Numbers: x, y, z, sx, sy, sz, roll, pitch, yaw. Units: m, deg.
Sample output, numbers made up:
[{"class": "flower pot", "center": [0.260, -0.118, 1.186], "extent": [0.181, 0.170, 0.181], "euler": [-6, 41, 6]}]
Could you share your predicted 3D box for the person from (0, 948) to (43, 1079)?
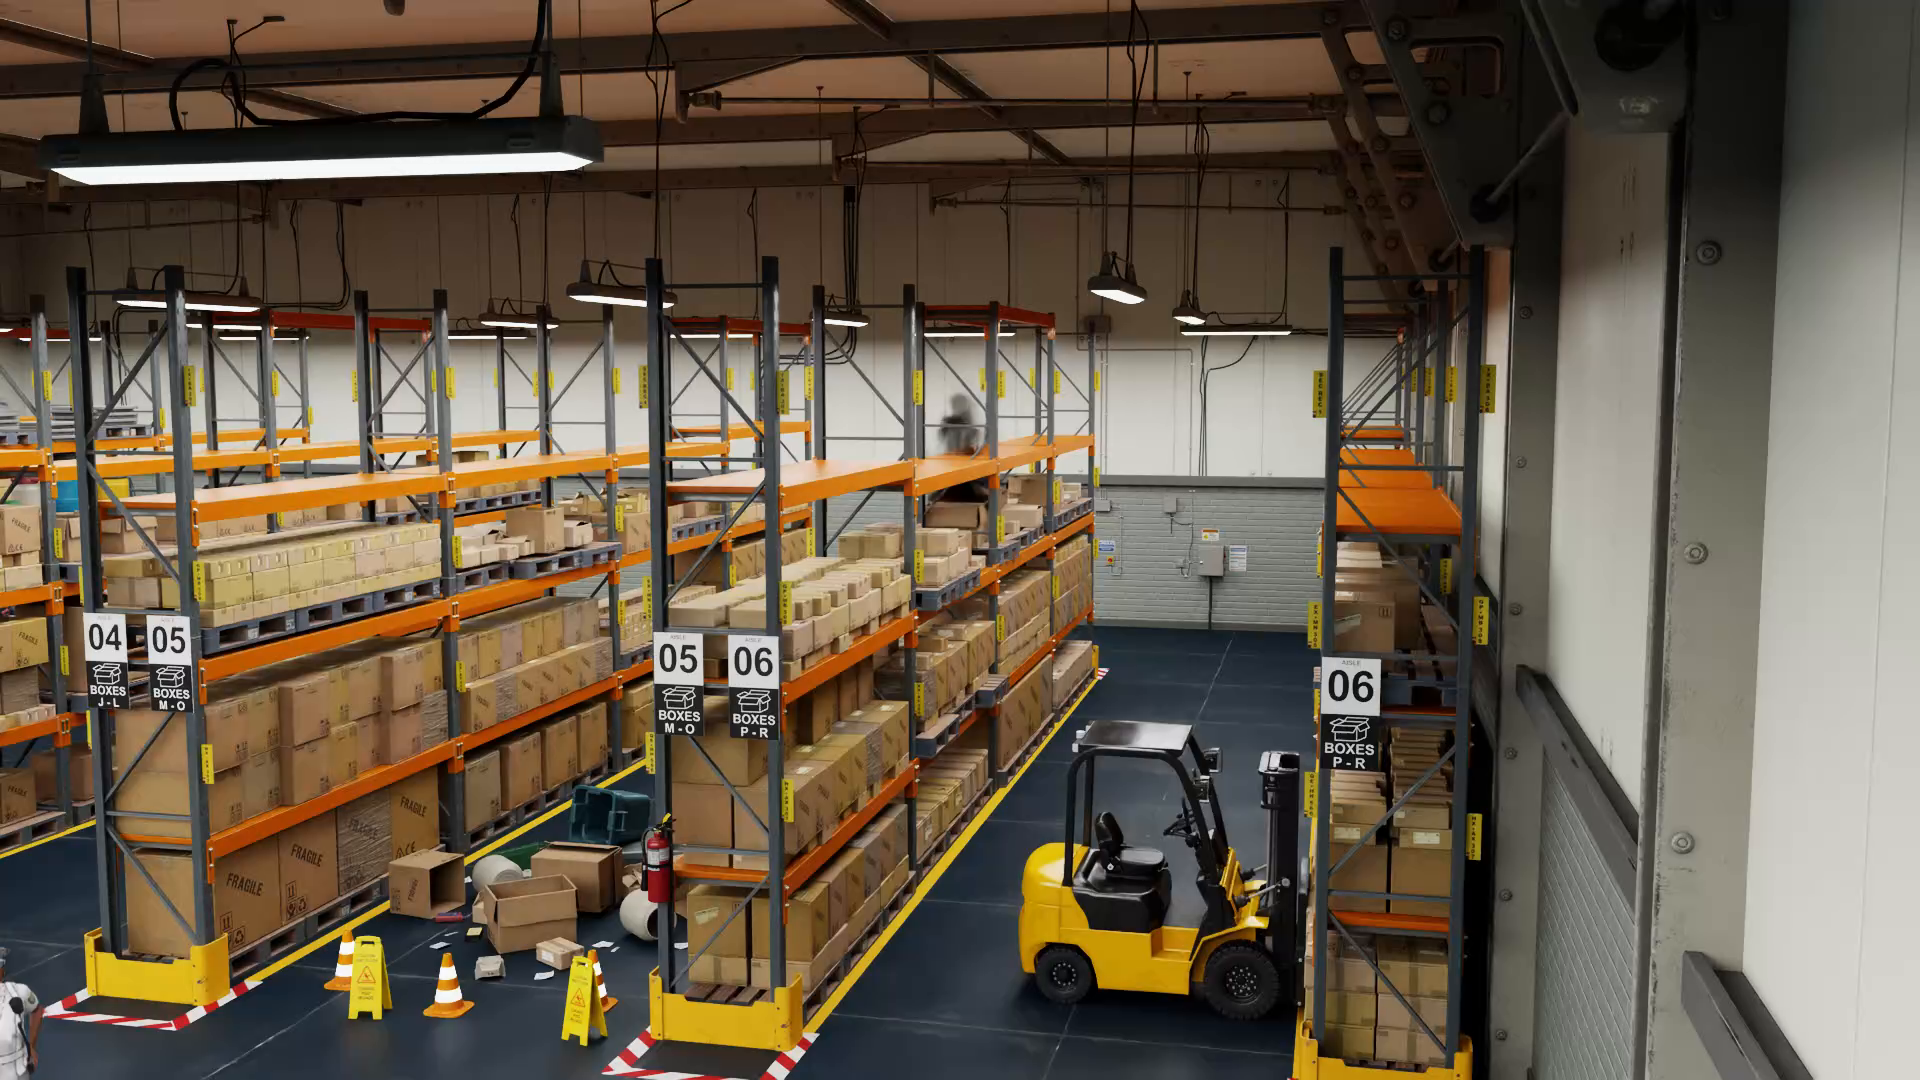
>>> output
[{"class": "person", "center": [-5.840, 3.304, 10.075], "extent": [0.560, 1.755, 0.742], "euler": [-4, 7, -32]}]
